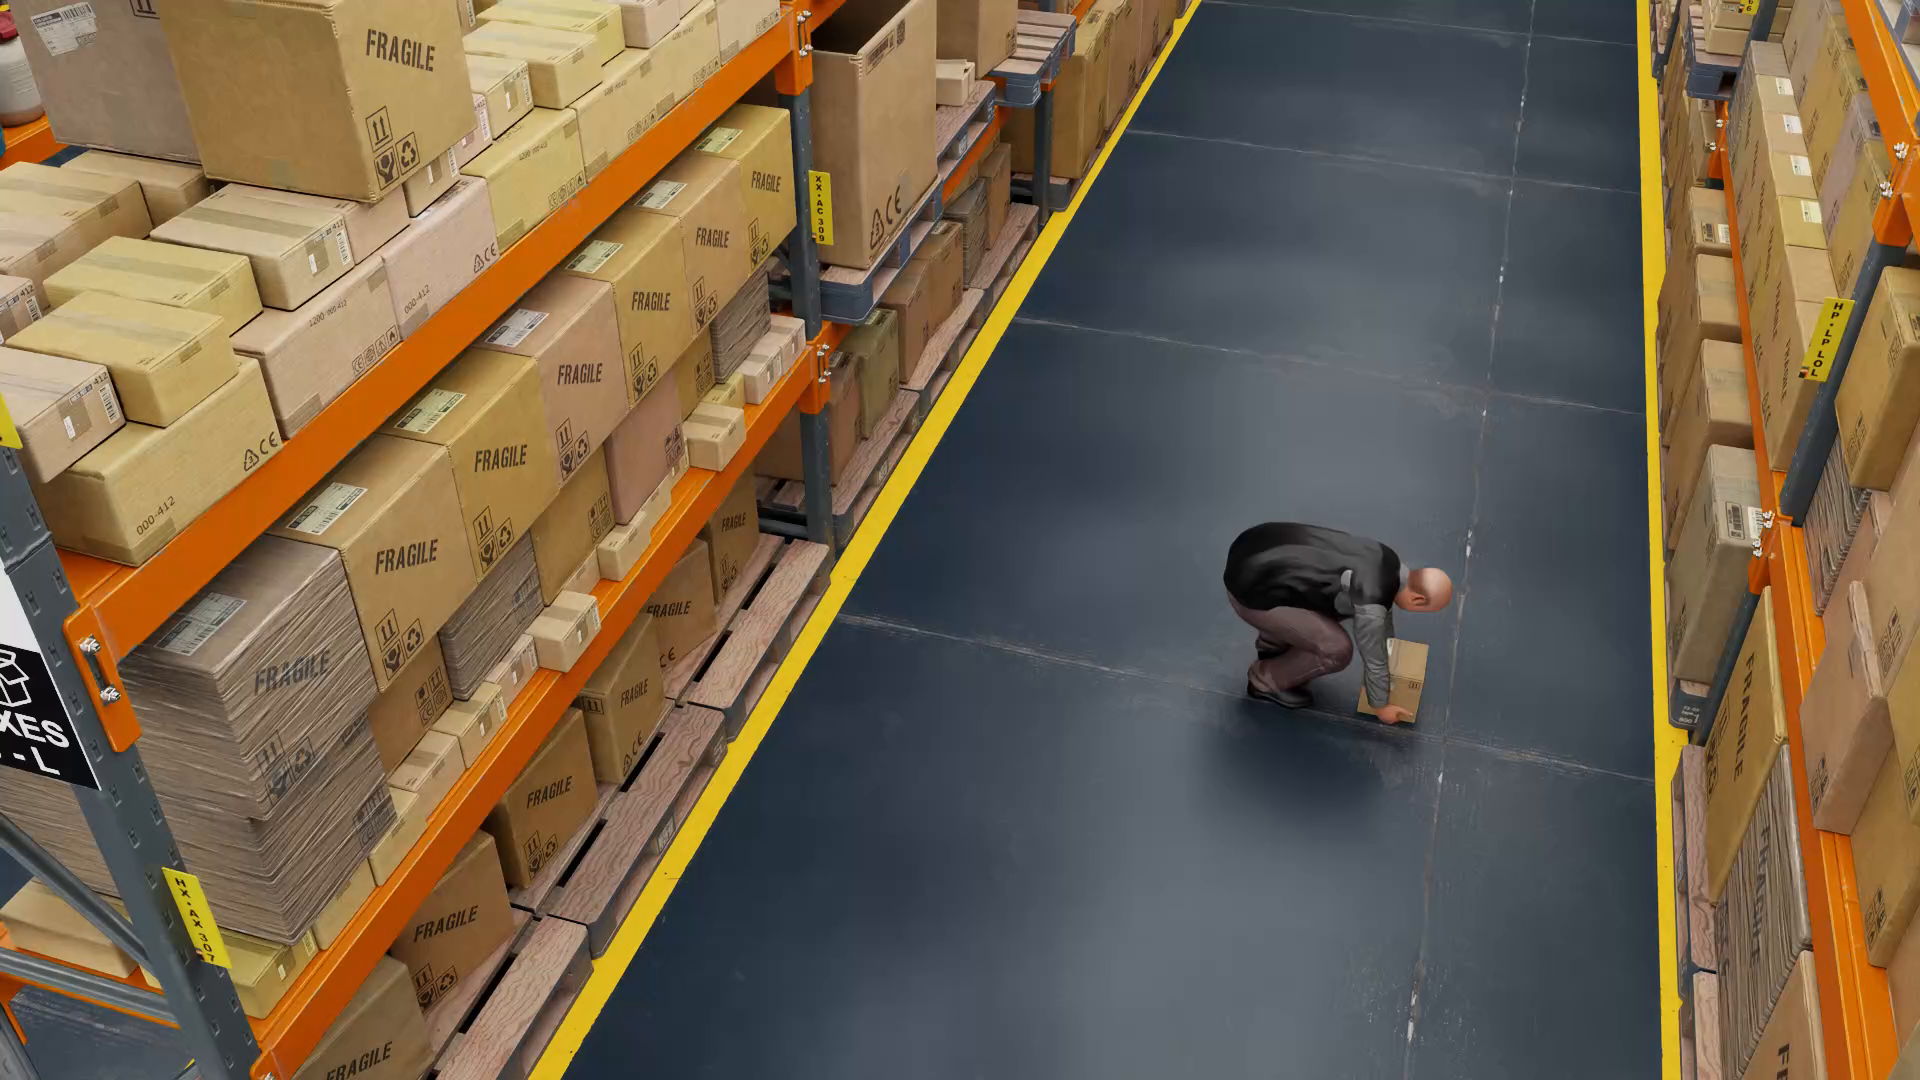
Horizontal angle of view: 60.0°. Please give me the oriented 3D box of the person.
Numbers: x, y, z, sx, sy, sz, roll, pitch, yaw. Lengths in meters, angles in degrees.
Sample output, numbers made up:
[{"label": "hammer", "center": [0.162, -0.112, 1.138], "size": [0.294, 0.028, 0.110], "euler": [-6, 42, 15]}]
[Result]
[{"label": "person", "center": [1.417, -0.083, 7.024], "size": [0.425, 1.720, 0.576], "euler": [9, 38, 12]}]
